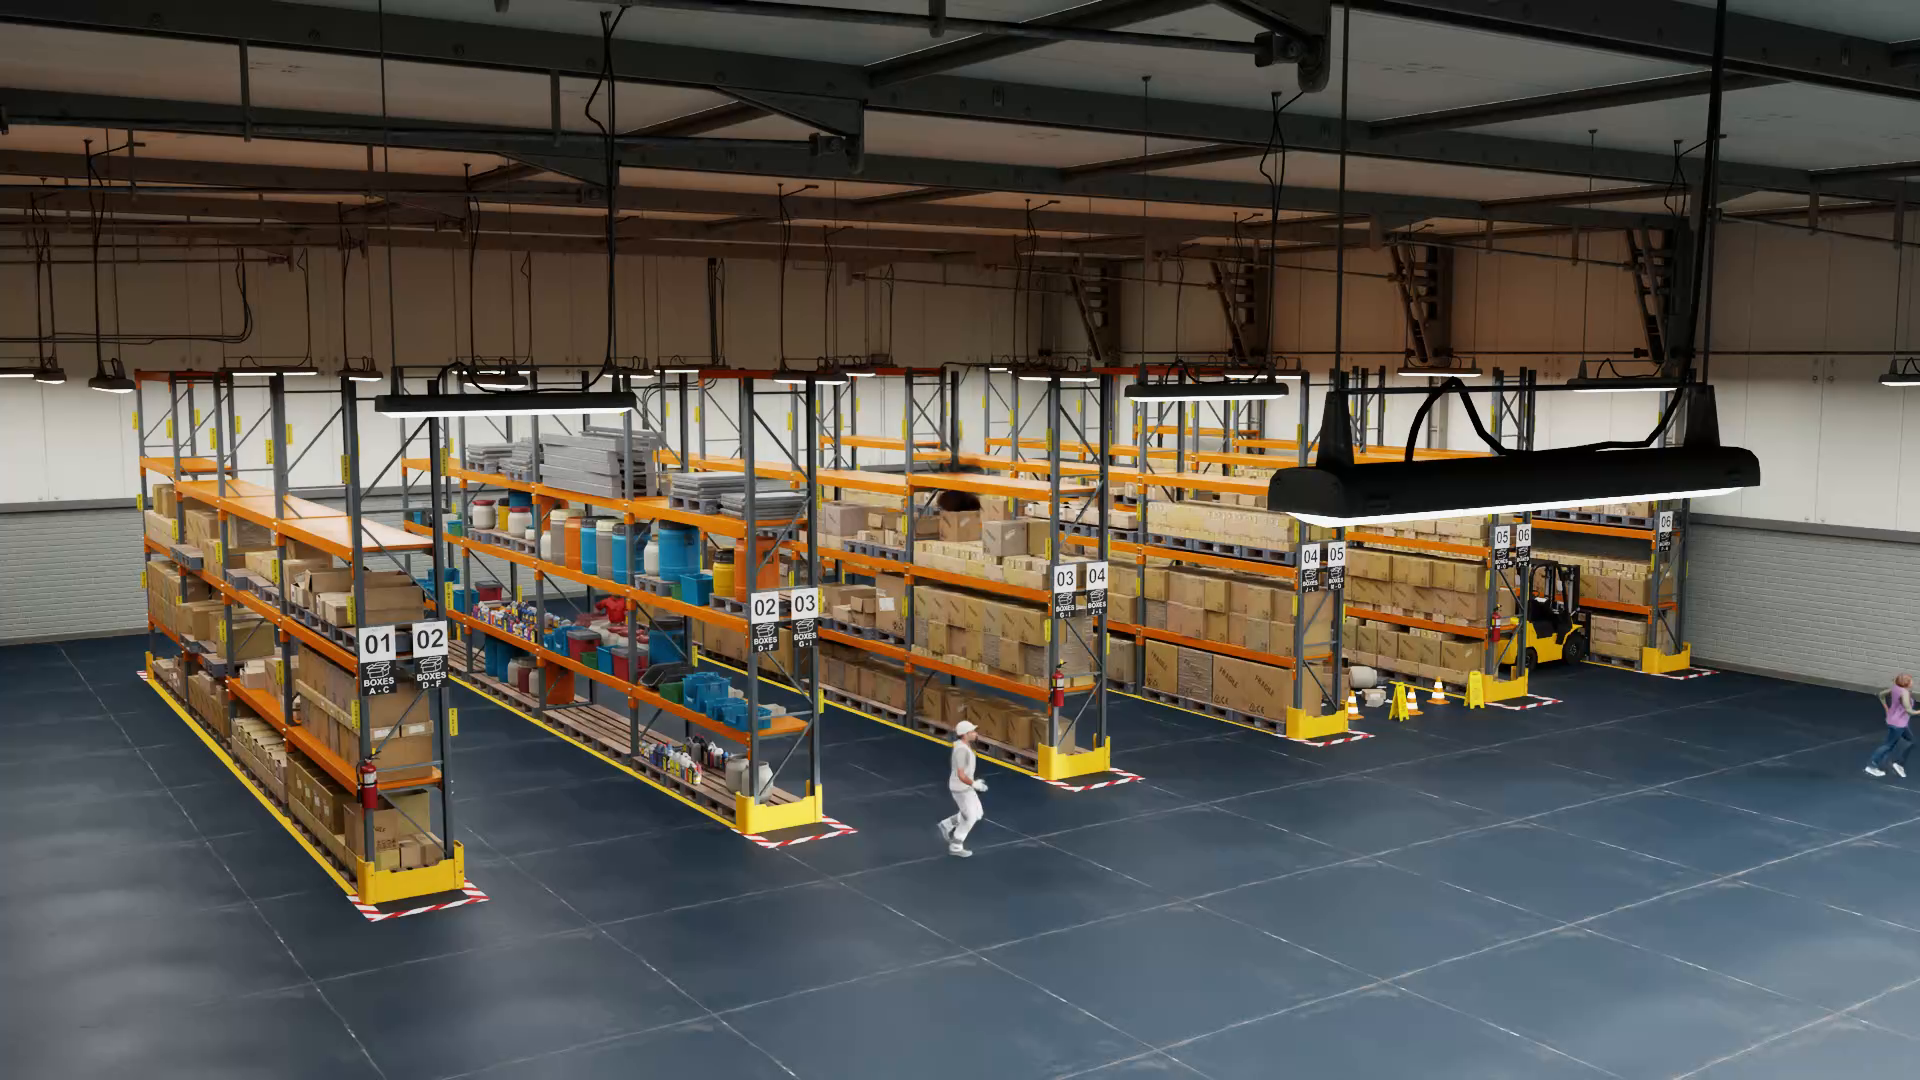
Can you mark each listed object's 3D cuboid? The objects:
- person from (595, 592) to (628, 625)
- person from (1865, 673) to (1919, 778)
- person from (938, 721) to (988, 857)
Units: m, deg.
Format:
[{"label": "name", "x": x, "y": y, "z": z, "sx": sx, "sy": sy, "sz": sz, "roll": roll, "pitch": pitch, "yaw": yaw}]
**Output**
[{"label": "person", "x": -6.794, "y": 1.785, "z": 32.792, "sx": 0.637, "sy": 1.796, "sz": 0.804, "roll": -6, "pitch": 9, "yaw": -44}, {"label": "person", "x": 13.901, "y": 2.753, "z": 24.683, "sx": 0.815, "sy": 1.596, "sz": 0.546, "roll": 2, "pitch": 7, "yaw": 16}, {"label": "person", "x": 0.036, "y": 3.118, "z": 20.914, "sx": 0.638, "sy": 1.730, "sz": 0.658, "roll": 0, "pitch": 6, "yaw": 1}]
